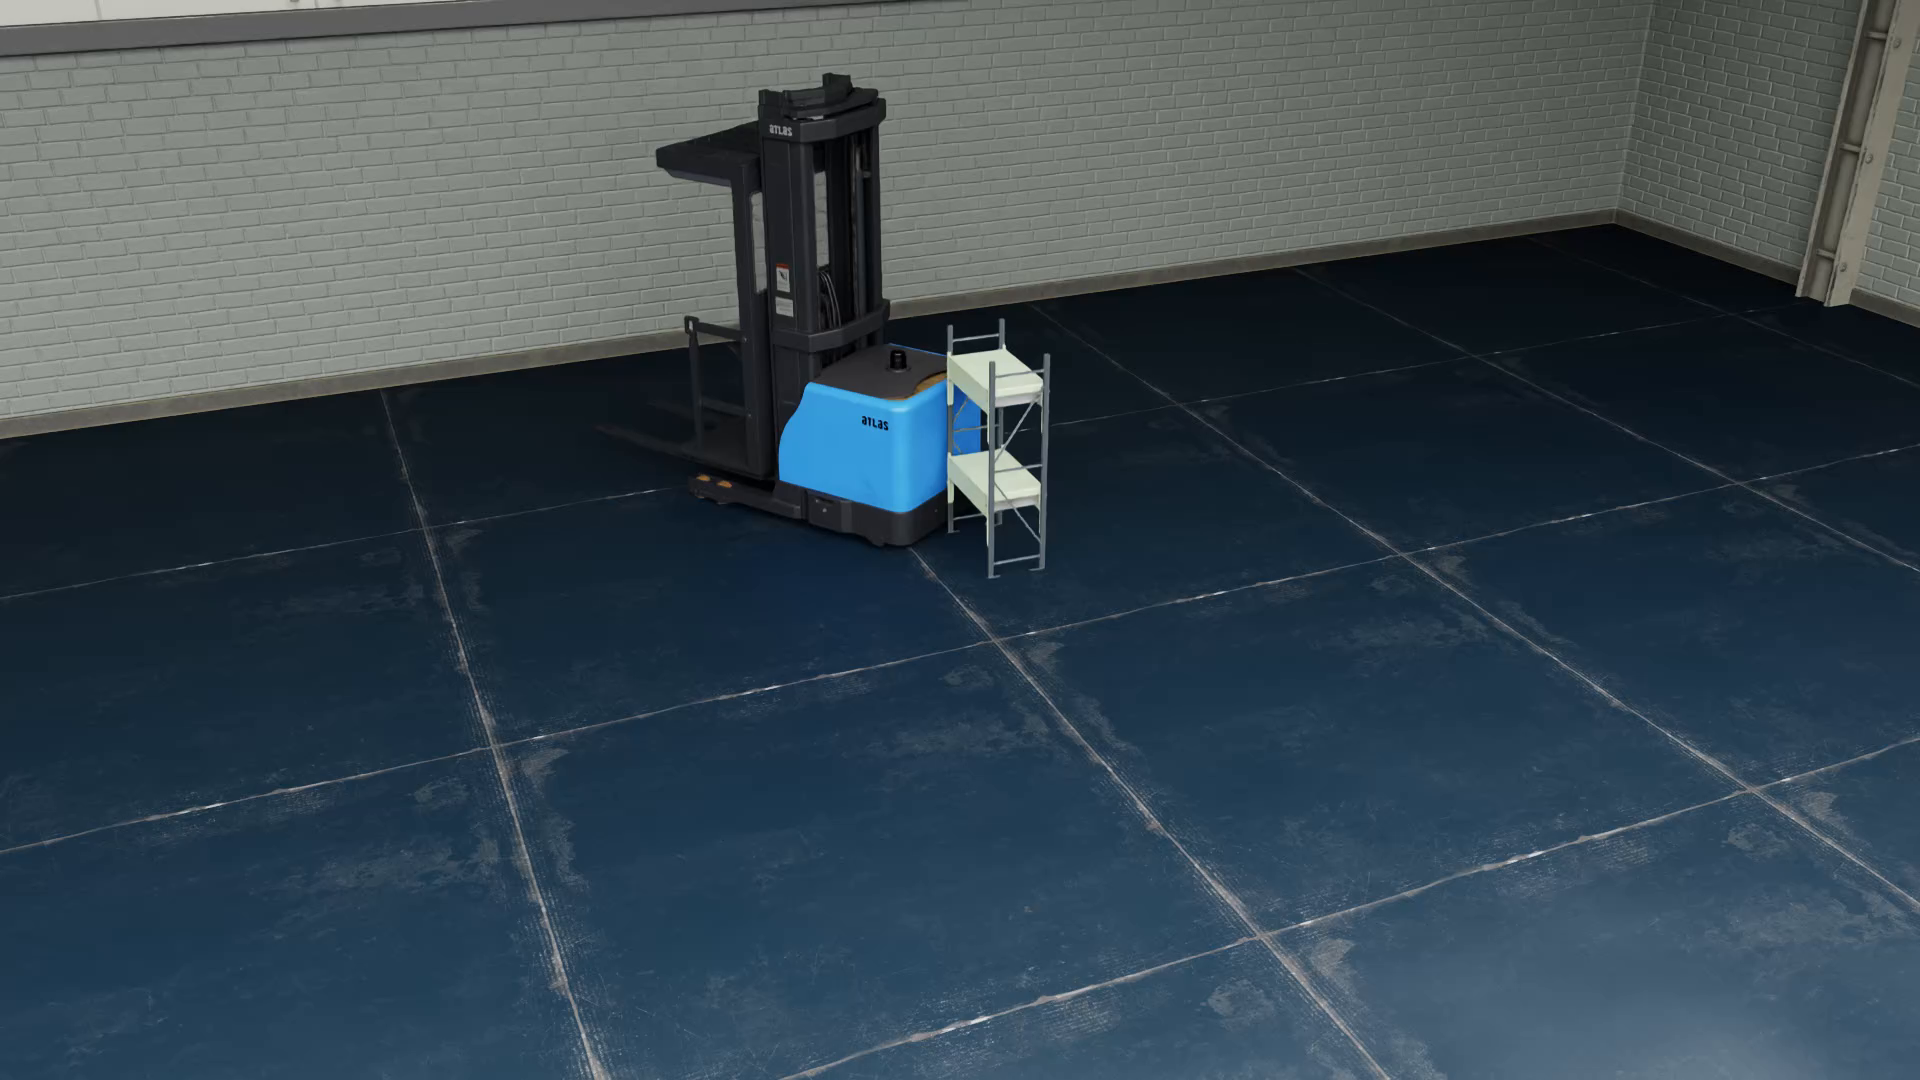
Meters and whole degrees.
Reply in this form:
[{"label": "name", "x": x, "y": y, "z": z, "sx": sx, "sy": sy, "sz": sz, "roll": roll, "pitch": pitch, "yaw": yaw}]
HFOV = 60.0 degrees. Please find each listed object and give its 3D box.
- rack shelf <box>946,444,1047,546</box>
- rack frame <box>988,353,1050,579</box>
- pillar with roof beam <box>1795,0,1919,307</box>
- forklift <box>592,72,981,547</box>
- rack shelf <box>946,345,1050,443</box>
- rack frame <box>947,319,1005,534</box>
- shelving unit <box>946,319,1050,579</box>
[{"label": "rack shelf", "x": 0.238, "y": -0.309, "z": 11.062, "sx": 0.431, "sy": 0.370, "sz": 0.720, "roll": -10, "pitch": 28, "yaw": -19}, {"label": "rack frame", "x": 0.371, "y": -0.452, "z": 10.613, "sx": 0.400, "sy": 1.500, "sz": 0.023, "roll": -10, "pitch": 28, "yaw": -19}, {"label": "pillar with roof beam", "x": 4.443, "y": -5.650, "z": 12.711, "sx": 9.100, "sy": 9.000, "sz": 0.400, "roll": -11, "pitch": 28, "yaw": -21}, {"label": "forklift", "x": -1.355, "y": -1.748, "z": 11.635, "sx": 3.031, "sy": 2.935, "sz": 1.130, "roll": 16, "pitch": 30, "yaw": 29}, {"label": "rack shelf", "x": 0.238, "y": -0.952, "z": 10.748, "sx": 0.431, "sy": 0.370, "sz": 0.720, "roll": -10, "pitch": 28, "yaw": -19}, {"label": "rack frame", "x": 0.105, "y": -0.751, "z": 11.226, "sx": 0.400, "sy": 1.500, "sz": 0.023, "roll": -10, "pitch": 28, "yaw": -19}, {"label": "shelving unit", "x": 0.238, "y": -0.602, "z": 10.919, "sx": 0.431, "sy": 1.500, "sz": 0.755, "roll": -10, "pitch": 28, "yaw": -19}]
